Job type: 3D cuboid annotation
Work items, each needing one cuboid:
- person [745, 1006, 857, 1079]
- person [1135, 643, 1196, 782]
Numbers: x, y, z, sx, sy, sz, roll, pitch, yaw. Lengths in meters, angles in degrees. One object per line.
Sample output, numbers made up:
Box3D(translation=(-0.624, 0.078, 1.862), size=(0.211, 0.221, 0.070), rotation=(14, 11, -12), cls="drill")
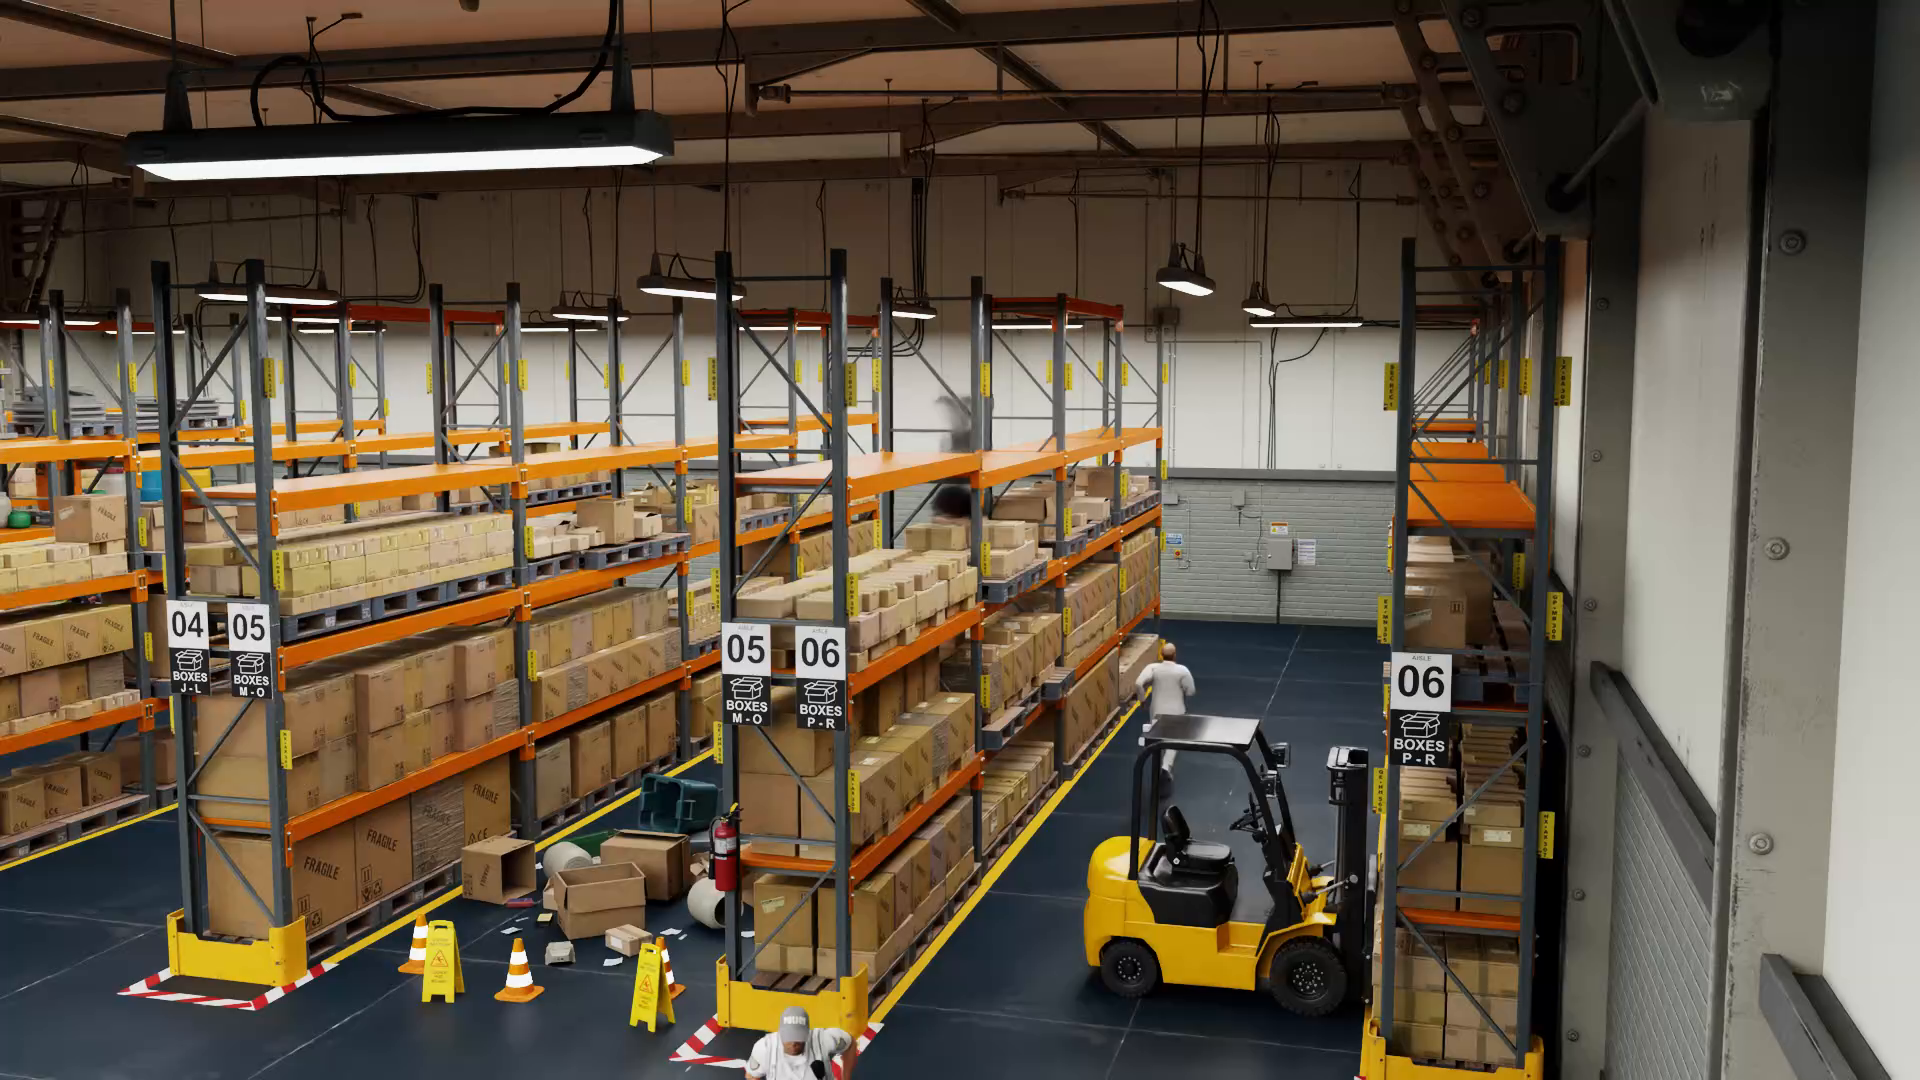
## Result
Box3D(translation=(-0.922, 3.383, 9.719), size=(0.646, 1.628, 1.034), rotation=(0, 6, -3), cls="person")
Box3D(translation=(2.538, 2.127, 20.381), size=(0.722, 1.759, 1.096), rotation=(2, 6, 16), cls="person")
